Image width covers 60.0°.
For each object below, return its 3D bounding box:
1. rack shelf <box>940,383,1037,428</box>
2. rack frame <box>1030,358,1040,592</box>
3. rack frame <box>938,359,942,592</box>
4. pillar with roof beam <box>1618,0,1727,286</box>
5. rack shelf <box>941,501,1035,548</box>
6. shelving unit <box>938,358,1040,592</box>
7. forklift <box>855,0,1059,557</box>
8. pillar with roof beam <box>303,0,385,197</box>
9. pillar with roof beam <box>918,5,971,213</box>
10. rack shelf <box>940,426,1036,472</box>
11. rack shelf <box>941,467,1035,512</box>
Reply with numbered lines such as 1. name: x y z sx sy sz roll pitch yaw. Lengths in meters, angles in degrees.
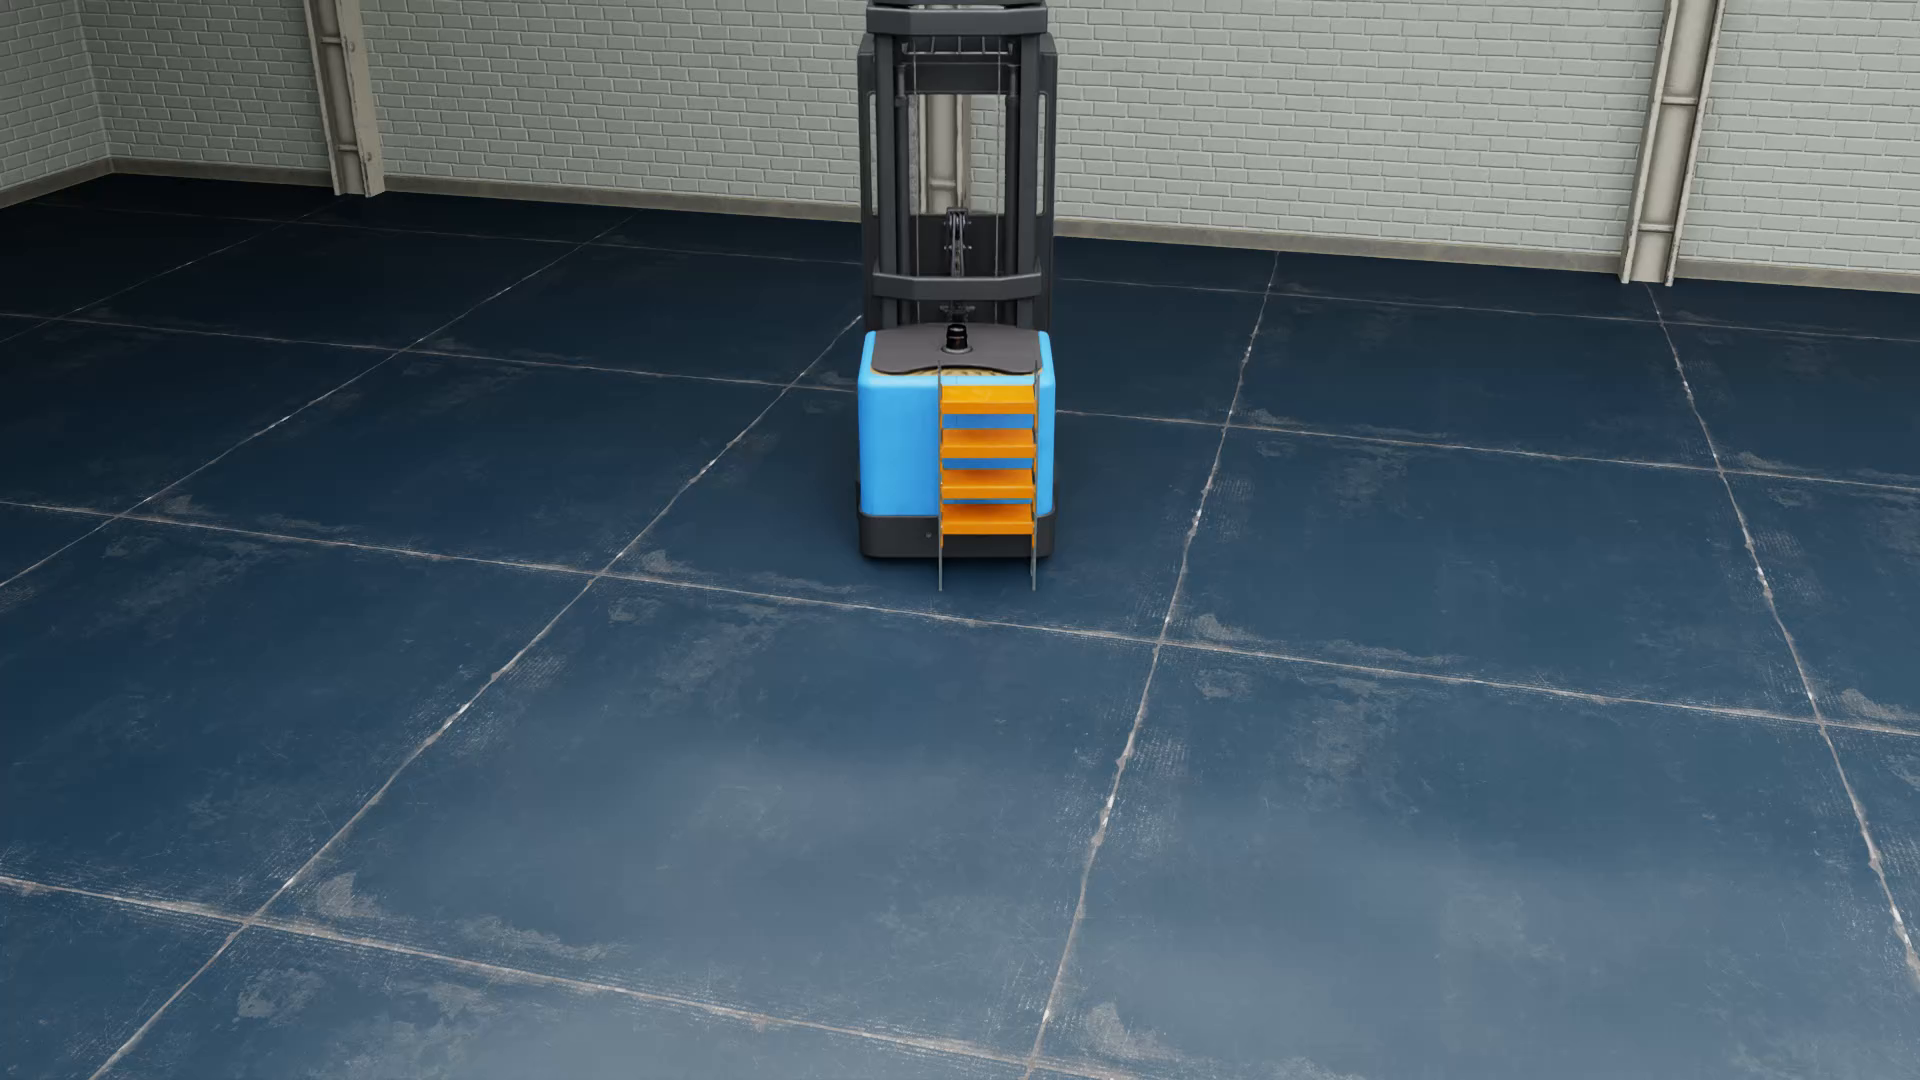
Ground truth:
1. rack shelf: 0.141 -0.676 8.361 0.480 0.148 0.258 0 25 0
2. rack frame: 0.385 -0.322 8.531 0.015 1.200 0.240 0 25 0
3. rack frame: -0.103 -0.321 8.528 0.015 1.200 0.240 0 25 0
4. pillar with roof beam: 4.607 -4.434 8.094 0.400 9.000 9.100 6 26 13
5. rack shelf: 0.141 -0.082 8.644 0.480 0.148 0.258 0 25 0
6. shelving unit: 0.141 -0.322 8.530 0.503 1.200 0.258 0 25 0
7. forklift: -0.014 -1.816 9.656 1.130 2.935 3.031 0 25 0
8. pillar with roof beam: -7.015 -5.718 10.792 0.400 9.000 9.100 6 26 13
9. pillar with roof beam: -1.204 -5.076 9.443 0.400 9.000 9.100 6 26 13
10. rack shelf: 0.141 -0.463 8.462 0.480 0.148 0.258 0 25 0
11. rack shelf: 0.141 -0.261 8.559 0.480 0.148 0.258 0 25 0
